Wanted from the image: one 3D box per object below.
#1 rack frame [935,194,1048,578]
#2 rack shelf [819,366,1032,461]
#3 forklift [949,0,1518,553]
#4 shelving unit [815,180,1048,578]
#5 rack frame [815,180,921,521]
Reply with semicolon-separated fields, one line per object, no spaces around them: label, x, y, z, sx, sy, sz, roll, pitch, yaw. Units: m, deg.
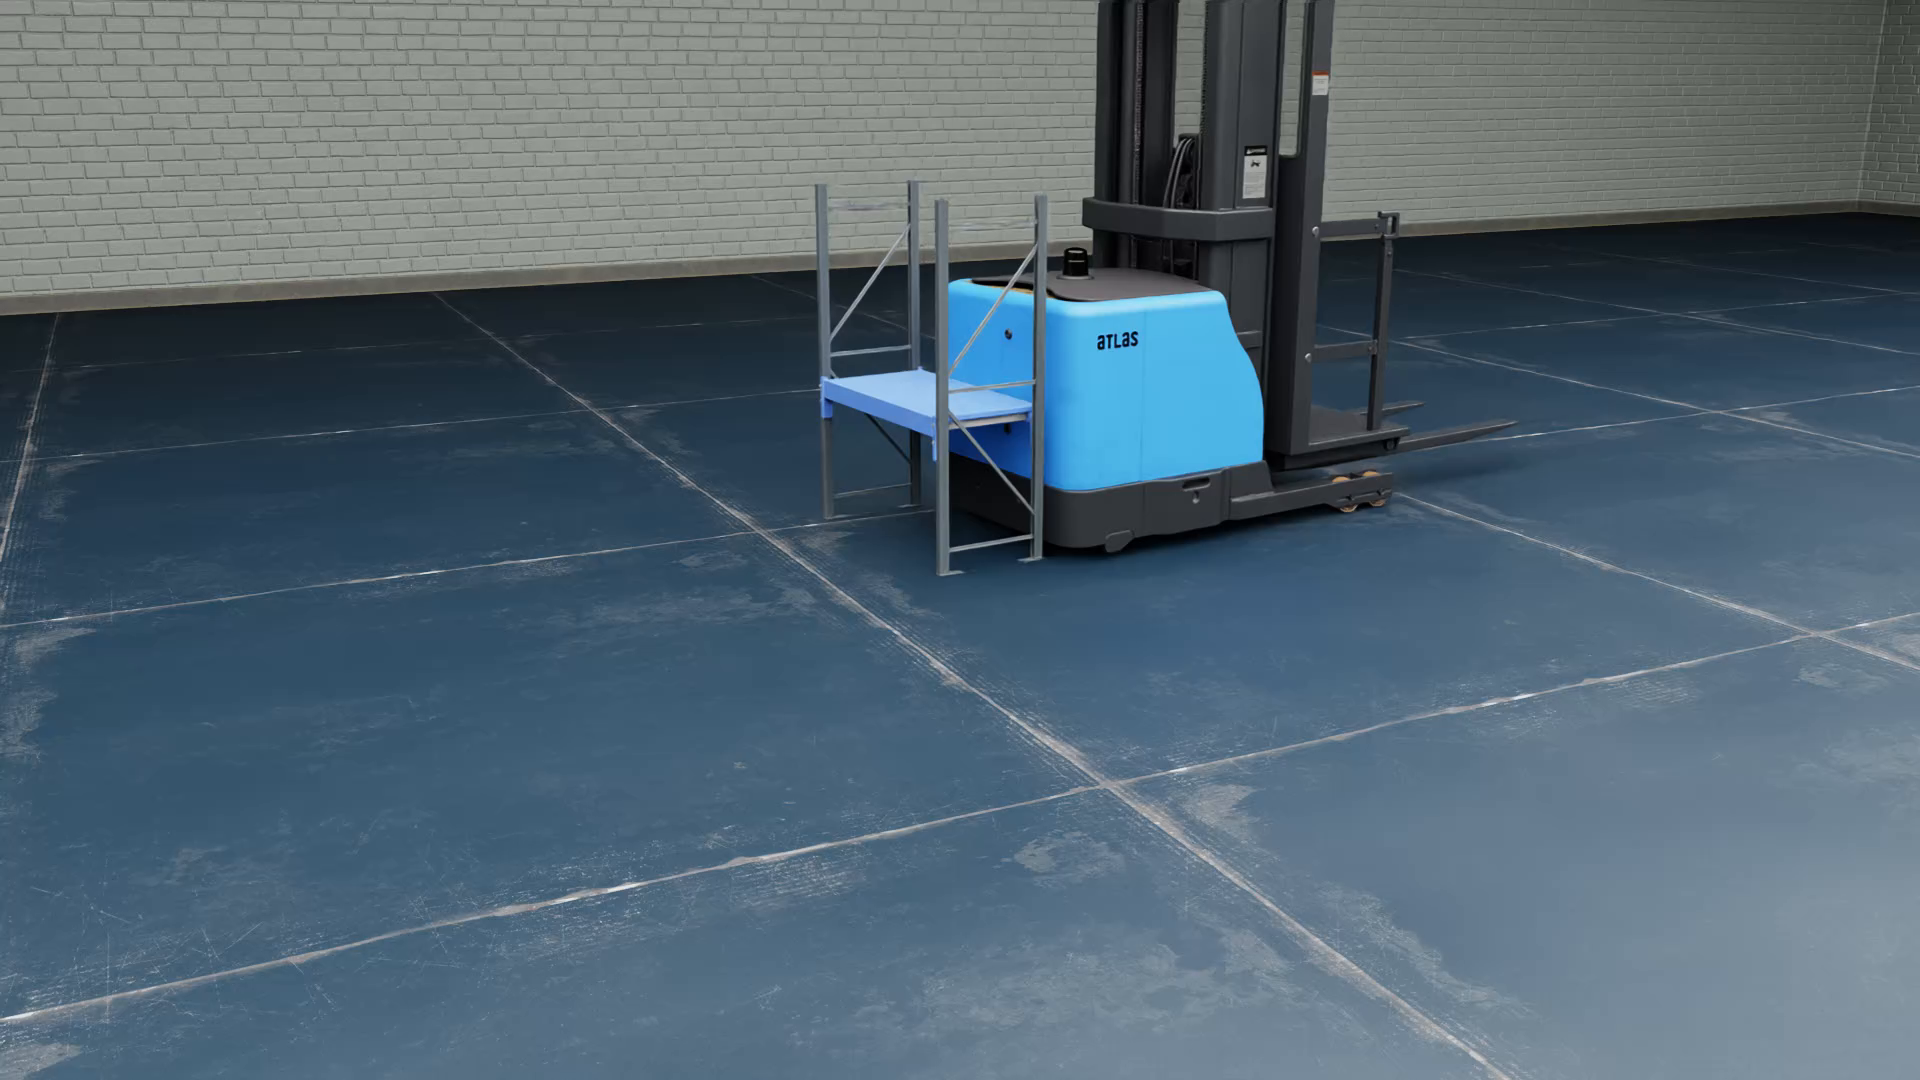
rack frame;0.125;-0.607;6.649;0.500;1.500;0.032;-10;19;-30
rack shelf;-0.139;-0.554;7.115;0.538;0.185;1.000;-10;19;-30
forklift;1.427;-1.645;7.670;3.031;2.935;1.130;-10;19;-32
shelving unit;-0.139;-0.727;7.066;0.538;1.500;1.048;-10;19;-30
rack frame;-0.404;-0.847;7.483;0.500;1.500;0.032;-10;19;-30
